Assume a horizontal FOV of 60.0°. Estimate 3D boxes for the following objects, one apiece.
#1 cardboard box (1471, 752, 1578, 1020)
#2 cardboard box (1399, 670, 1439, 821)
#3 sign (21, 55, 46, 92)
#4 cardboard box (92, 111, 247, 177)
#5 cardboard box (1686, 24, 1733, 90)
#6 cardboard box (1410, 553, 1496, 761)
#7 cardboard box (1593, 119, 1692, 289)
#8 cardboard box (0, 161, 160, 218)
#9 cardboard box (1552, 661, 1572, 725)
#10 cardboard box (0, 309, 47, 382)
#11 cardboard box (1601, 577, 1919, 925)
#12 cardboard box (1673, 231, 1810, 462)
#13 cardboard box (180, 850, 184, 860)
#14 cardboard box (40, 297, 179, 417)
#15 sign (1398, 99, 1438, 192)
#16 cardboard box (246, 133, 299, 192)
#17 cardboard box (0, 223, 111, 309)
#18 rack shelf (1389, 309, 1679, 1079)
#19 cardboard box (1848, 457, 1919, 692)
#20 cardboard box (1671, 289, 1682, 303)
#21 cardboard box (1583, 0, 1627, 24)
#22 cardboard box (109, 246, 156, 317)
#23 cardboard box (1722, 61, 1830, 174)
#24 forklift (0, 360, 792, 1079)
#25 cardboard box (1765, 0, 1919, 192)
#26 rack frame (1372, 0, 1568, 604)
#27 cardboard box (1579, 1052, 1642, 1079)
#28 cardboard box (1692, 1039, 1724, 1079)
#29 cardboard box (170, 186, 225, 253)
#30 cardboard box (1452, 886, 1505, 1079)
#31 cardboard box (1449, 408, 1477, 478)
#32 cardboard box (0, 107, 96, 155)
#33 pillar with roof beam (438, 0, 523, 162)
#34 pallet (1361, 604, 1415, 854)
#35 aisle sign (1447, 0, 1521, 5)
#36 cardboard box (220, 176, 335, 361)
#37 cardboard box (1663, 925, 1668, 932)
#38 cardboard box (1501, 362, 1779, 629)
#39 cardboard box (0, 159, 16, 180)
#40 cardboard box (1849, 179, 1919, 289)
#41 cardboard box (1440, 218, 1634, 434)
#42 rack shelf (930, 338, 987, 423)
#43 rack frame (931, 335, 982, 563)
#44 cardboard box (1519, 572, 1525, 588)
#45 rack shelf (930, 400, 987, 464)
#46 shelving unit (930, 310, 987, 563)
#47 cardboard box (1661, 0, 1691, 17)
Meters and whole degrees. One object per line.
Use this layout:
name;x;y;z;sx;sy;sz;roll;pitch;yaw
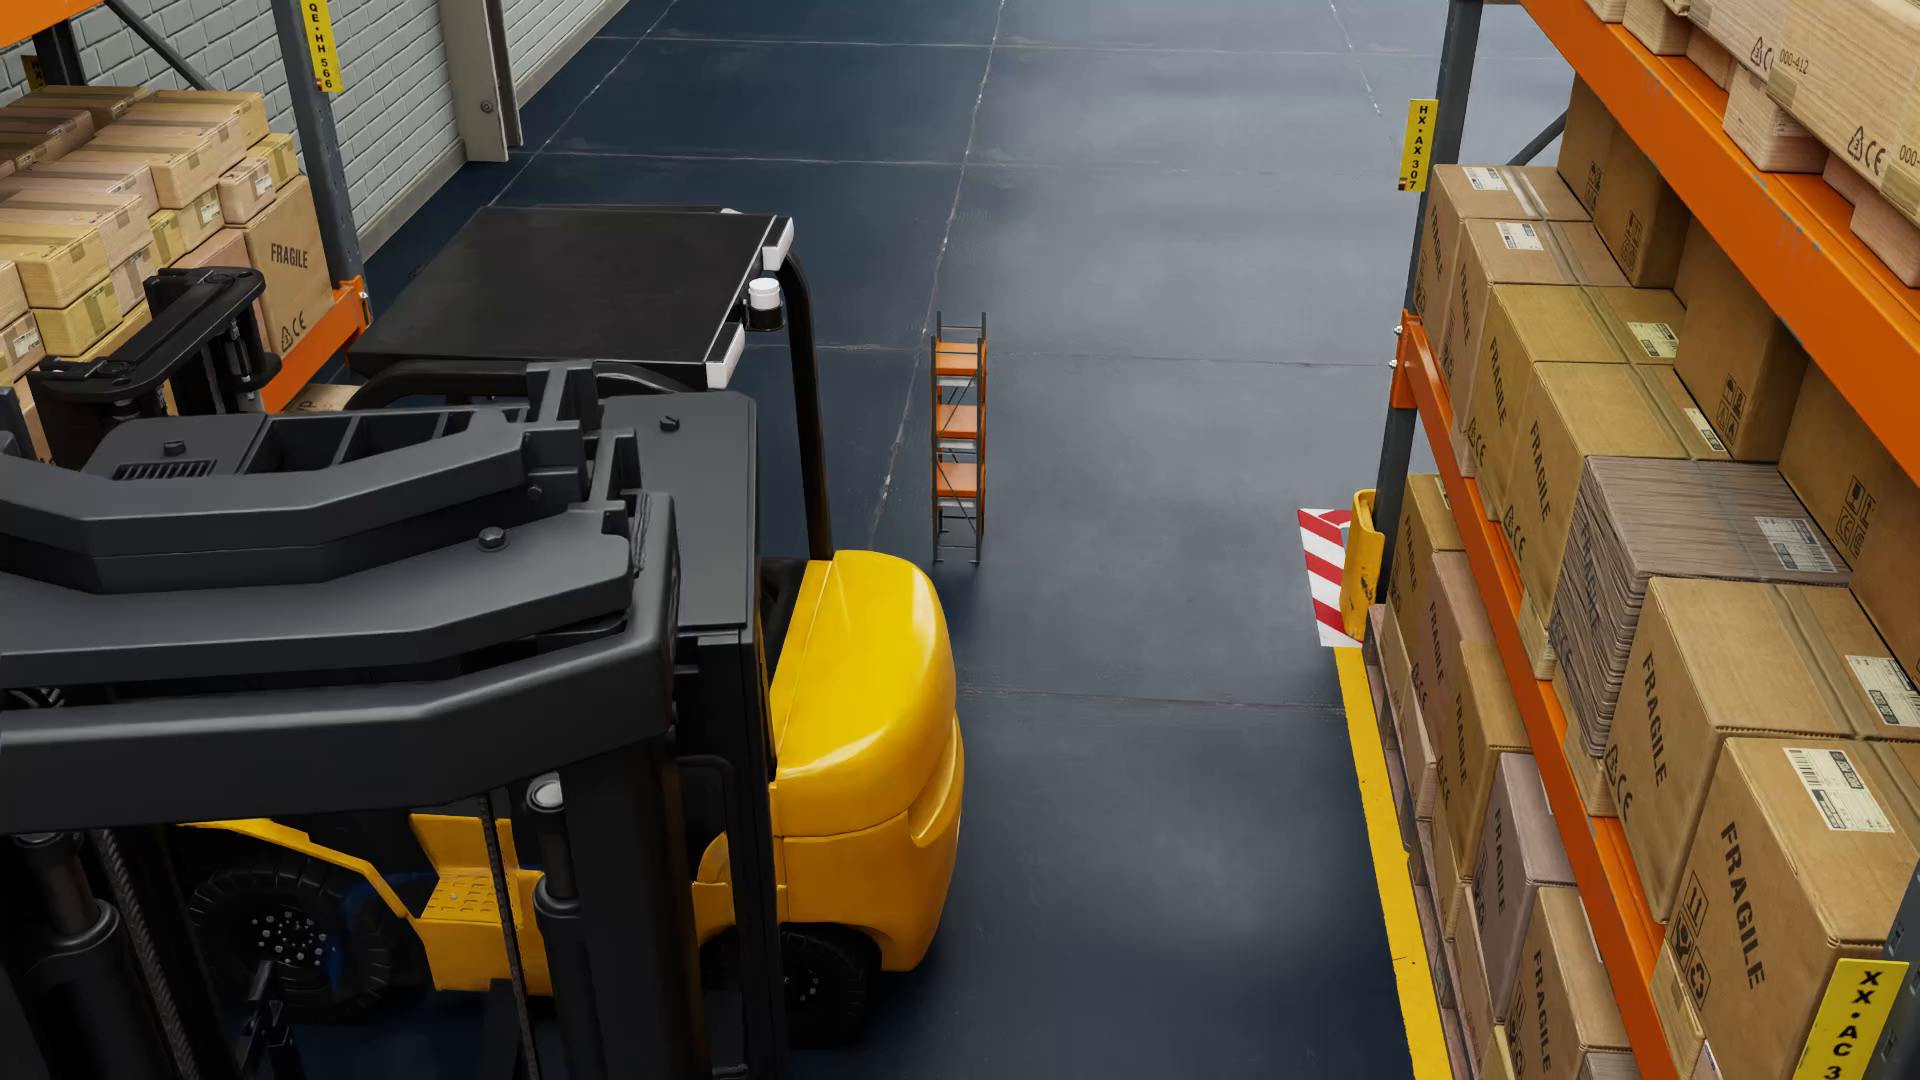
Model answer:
cardboard box;1.674;0.930;4.388;0.500;0.500;0.500;4;32;7
cardboard box;1.749;0.688;5.496;0.500;0.250;0.500;4;32;6
sign;-3.361;-1.620;6.119;0.100;0.325;0.005;2;32;4
cardboard box;-2.617;-1.309;5.519;0.380;0.149;0.250;3;32;4
cardboard box;1.756;-1.041;3.461;0.380;0.149;0.250;2;32;4
cardboard box;1.758;0.388;5.267;0.500;0.500;0.500;1;32;2
cardboard box;2.266;-1.035;4.738;0.700;0.500;0.500;3;32;4
cardboard box;-2.705;-1.045;5.089;0.380;0.149;0.250;3;32;4
cardboard box;1.666;0.373;4.025;0.380;0.149;0.250;2;32;3
cardboard box;-2.748;-0.518;4.517;0.380;0.149;0.250;2;32;4
cardboard box;1.637;0.429;3.315;0.500;0.500;0.500;3;32;6
cardboard box;2.148;-0.509;3.885;0.700;0.500;0.500;2;32;4
cardboard box;-2.651;0.854;5.226;0.500;0.250;0.500;3;32;6
cardboard box;-2.680;-0.426;4.987;0.500;0.500;0.500;2;32;3
sign;1.598;-1.372;5.793;0.100;0.325;0.005;2;32;4
cardboard box;-2.557;-1.316;5.813;0.380;0.149;0.250;3;32;5
cardboard box;-2.632;-0.768;4.640;0.380;0.149;0.250;3;32;5
rack shelf;1.976;0.371;4.474;1.077;0.370;4.000;2;32;4
cardboard box;2.129;0.029;3.012;0.700;0.500;0.500;3;32;4
cardboard box;2.324;-0.593;4.974;0.500;0.500;0.500;3;32;4
cardboard box;1.687;-1.315;3.906;0.380;0.149;0.250;3;32;5
cardboard box;-2.637;-0.777;4.939;0.380;0.149;0.250;1;32;2
cardboard box;1.633;-0.775;3.028;0.380;0.149;0.250;3;32;5
forklift;-0.852;0.878;3.031;1.130;2.935;3.031;-3;32;-5
cardboard box;1.621;-0.735;2.585;0.500;0.250;0.500;2;32;3
rack frame;2.139;-0.981;5.982;1.000;3.000;0.127;2;32;4
cardboard box;1.594;1.463;3.523;0.500;0.500;0.500;2;32;3
cardboard box;1.536;1.037;2.948;0.380;0.149;0.250;2;32;3
cardboard box;-2.631;-1.048;5.378;0.380;0.149;0.250;3;32;5
cardboard box;1.673;1.238;4.603;0.500;0.250;0.500;3;32;5
cardboard box;1.730;-0.306;5.127;0.380;0.149;0.250;3;32;5
cardboard box;-3.133;-1.333;5.557;0.380;0.149;0.250;4;32;6
pillar with roof beam;1.016;-6.373;9.013;9.100;9.000;0.400;2;32;4
pallet;2.032;0.669;5.962;1.003;0.211;1.213;2;32;4
aisle sign;1.835;-2.133;5.374;0.394;0.787;0.004;2;32;4
cardboard box;-2.587;-0.965;5.861;0.500;0.500;0.500;2;32;3
cardboard box;1.648;0.773;3.376;0.380;0.149;0.250;3;32;4
cardboard box;1.712;-0.110;4.191;0.500;0.500;0.500;2;32;3
cardboard box;-3.146;-1.067;5.125;0.380;0.149;0.250;3;32;4
cardboard box;1.640;-0.500;2.583;0.380;0.149;0.250;3;32;4
cardboard box;1.785;-0.643;5.056;0.500;0.500;0.500;3;32;5
rack shelf;-0.004;-0.652;6.786;0.215;0.259;0.240;2;32;4
rack frame;-0.014;-0.355;6.826;0.200;1.050;0.008;2;32;4
cardboard box;1.730;0.108;4.456;0.380;0.149;0.250;2;32;3
rack shelf;-0.004;-0.410;6.935;0.215;0.259;0.240;2;32;4
shelving unit;-0.004;-0.419;6.929;0.215;1.050;0.252;2;32;4
cardboard box;1.703;-1.268;3.448;0.500;0.250;0.500;3;32;5
